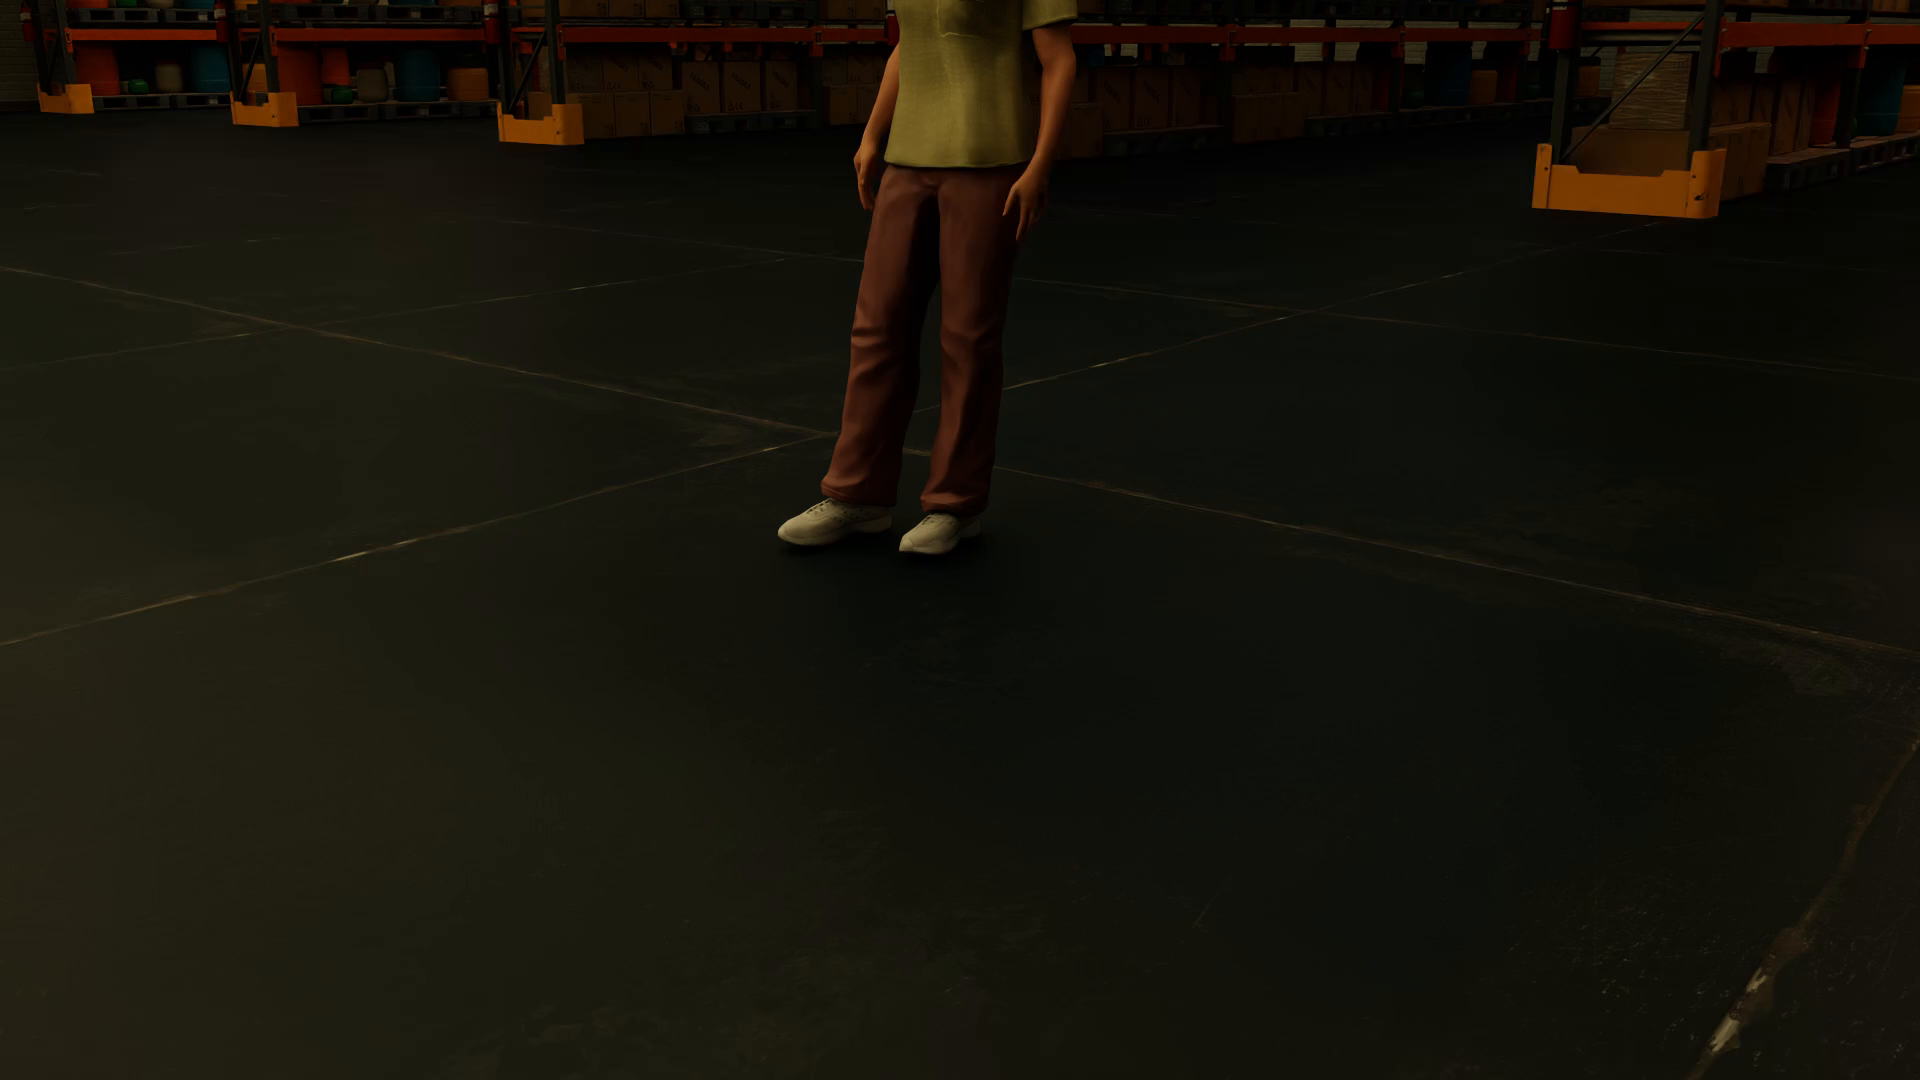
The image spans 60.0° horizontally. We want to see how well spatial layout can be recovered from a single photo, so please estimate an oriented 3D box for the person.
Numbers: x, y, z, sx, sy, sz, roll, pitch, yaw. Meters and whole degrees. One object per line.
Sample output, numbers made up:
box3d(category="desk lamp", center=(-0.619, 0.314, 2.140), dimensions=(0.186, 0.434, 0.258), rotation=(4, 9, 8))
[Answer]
box3d(category="person", center=(-0.056, -0.794, 3.649), dimensions=(0.553, 1.673, 0.548), rotation=(13, 21, 37))
